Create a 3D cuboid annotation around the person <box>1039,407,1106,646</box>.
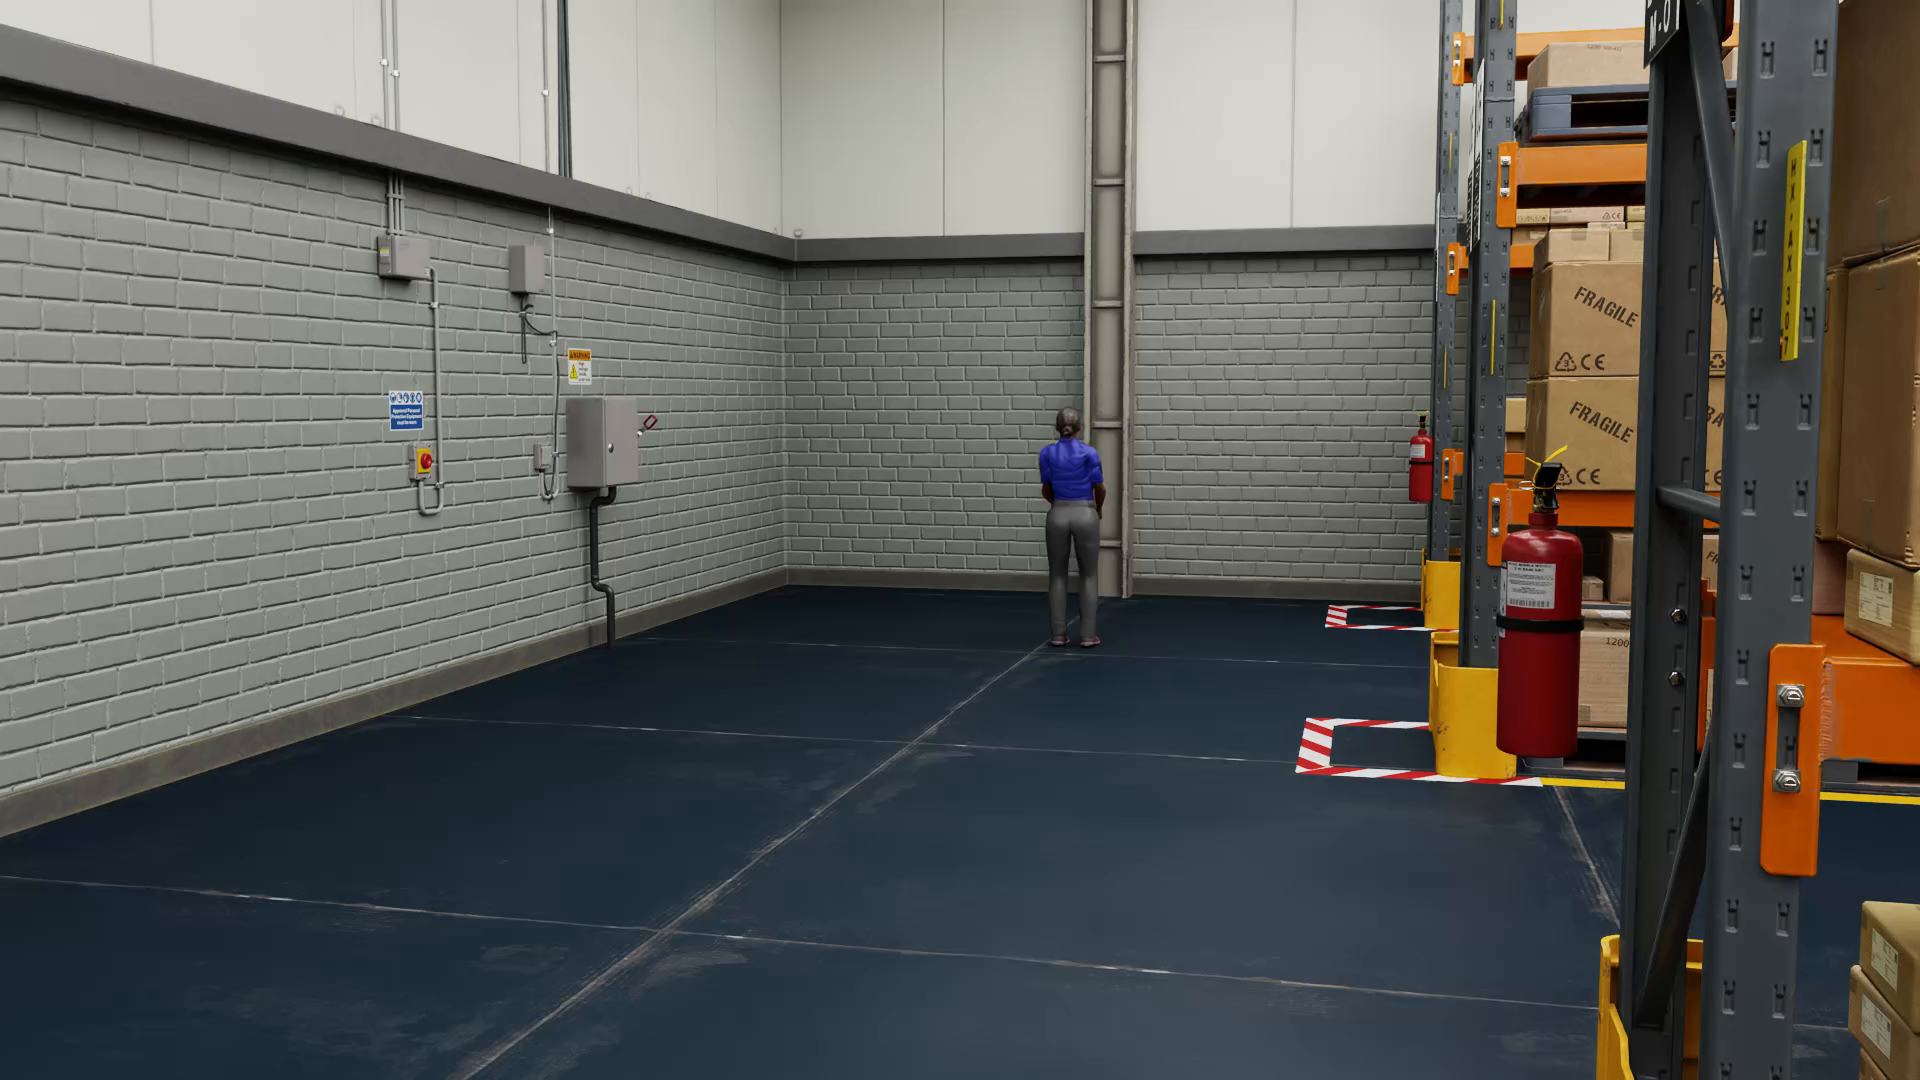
[{"bbox_3d":[0.786,-0.080,11.450,0.450,1.620,0.518,1,5,14],"label":"person"}]
